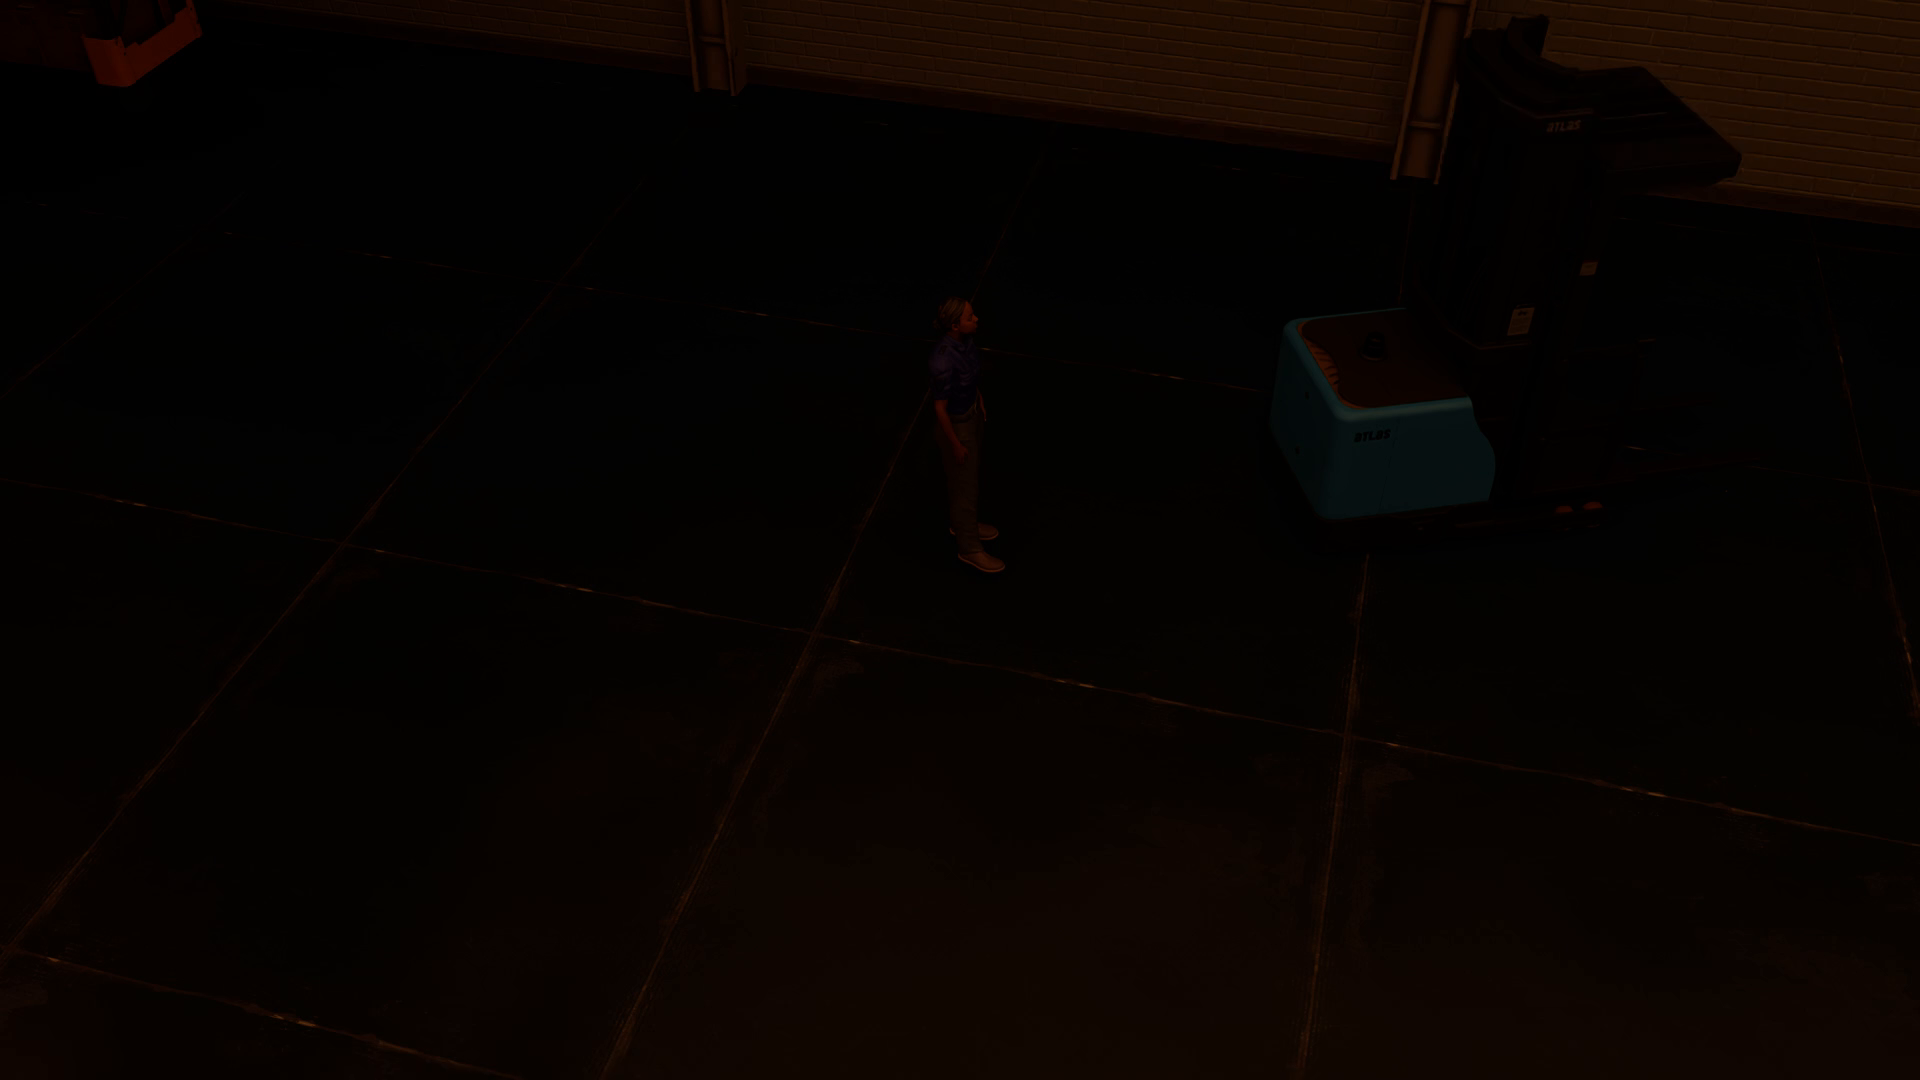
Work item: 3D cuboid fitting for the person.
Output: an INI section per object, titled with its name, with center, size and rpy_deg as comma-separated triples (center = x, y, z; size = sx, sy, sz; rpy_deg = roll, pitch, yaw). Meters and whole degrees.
[person]
center = 0.080, -0.630, 9.477
size = 0.503, 1.655, 0.570
rpy_deg = 10, 42, 11

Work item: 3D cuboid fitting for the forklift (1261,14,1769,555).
[forklift]
center = 3.488, -1.488, 9.559
size = 3.031, 2.935, 1.130
rpy_deg = -7, 42, -8
